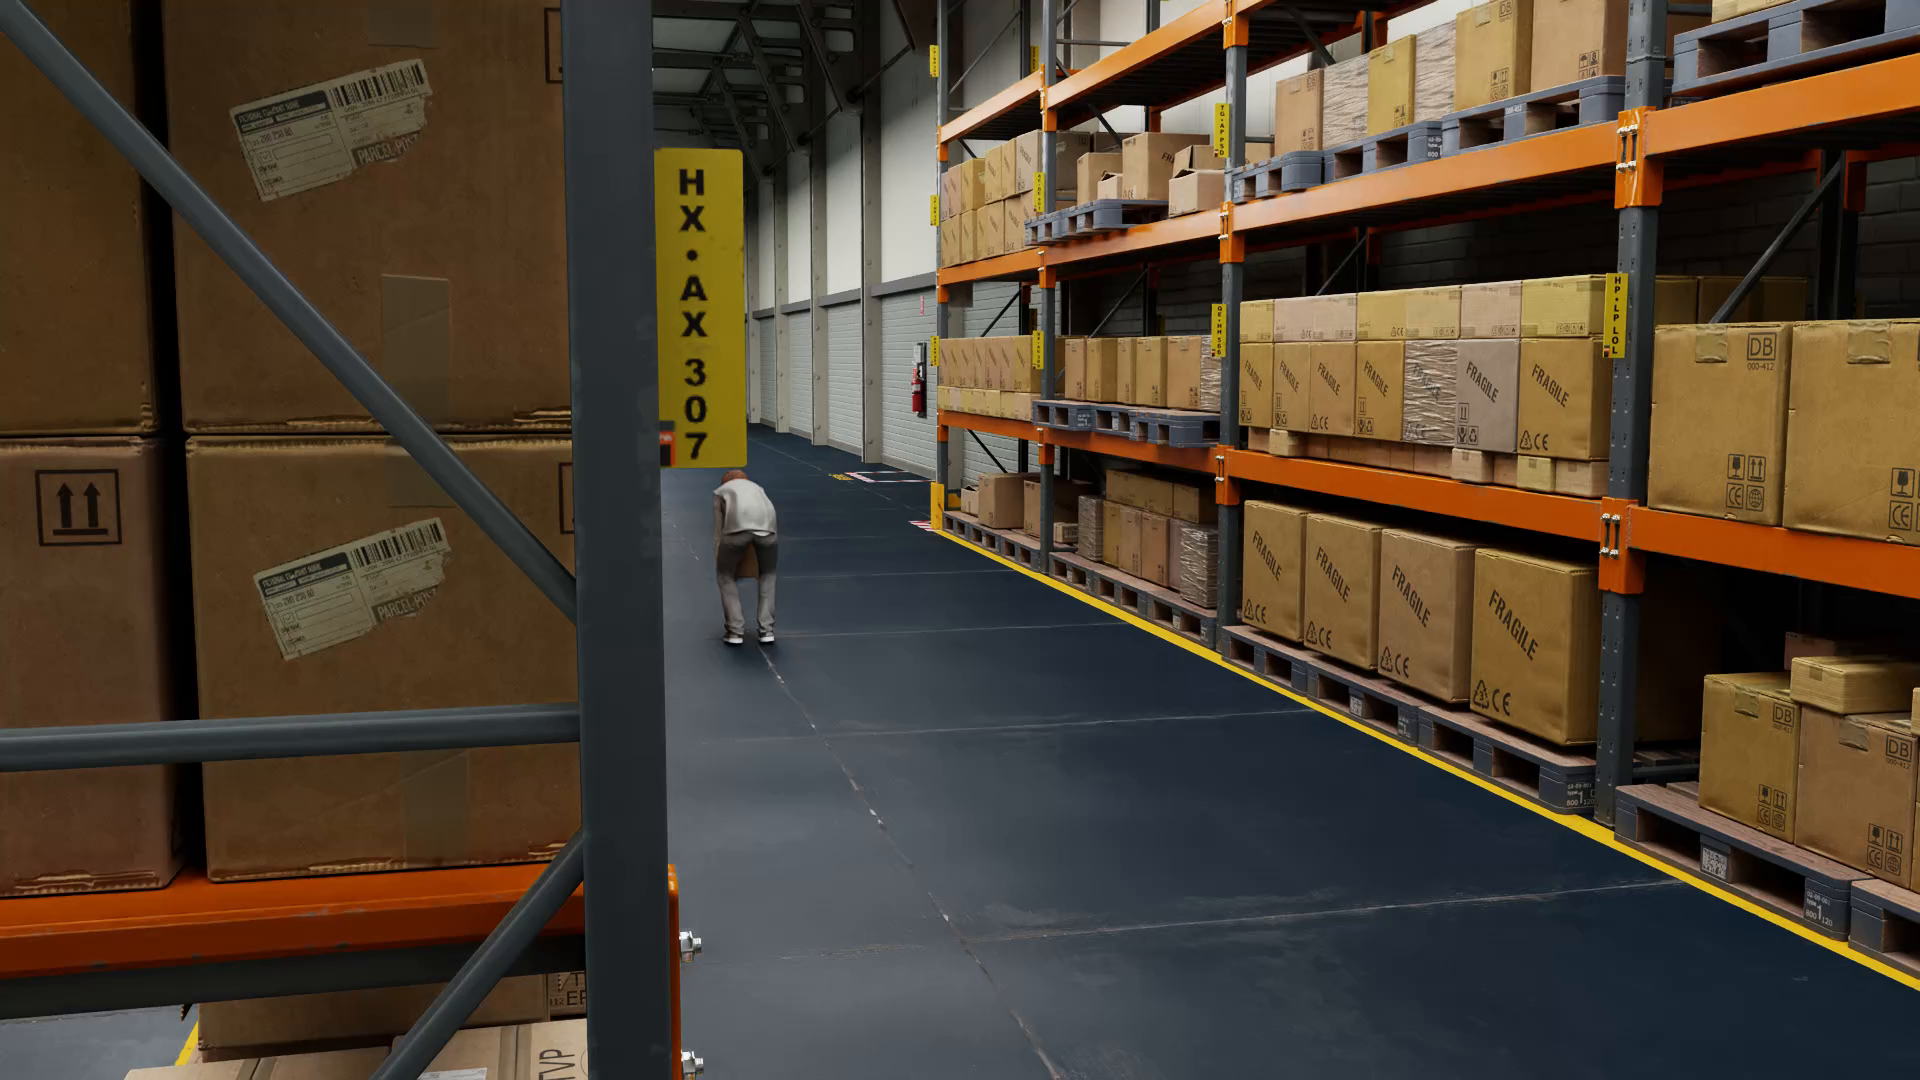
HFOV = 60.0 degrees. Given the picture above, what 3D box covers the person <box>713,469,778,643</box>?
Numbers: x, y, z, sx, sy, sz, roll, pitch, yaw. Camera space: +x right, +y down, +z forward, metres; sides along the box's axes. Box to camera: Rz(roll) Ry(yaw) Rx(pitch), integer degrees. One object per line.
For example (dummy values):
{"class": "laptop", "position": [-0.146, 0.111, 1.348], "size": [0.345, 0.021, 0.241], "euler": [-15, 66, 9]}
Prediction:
{"class": "person", "position": [-1.440, 0.105, 11.112], "size": [0.401, 1.116, 0.842], "euler": [-2, 7, -16]}
